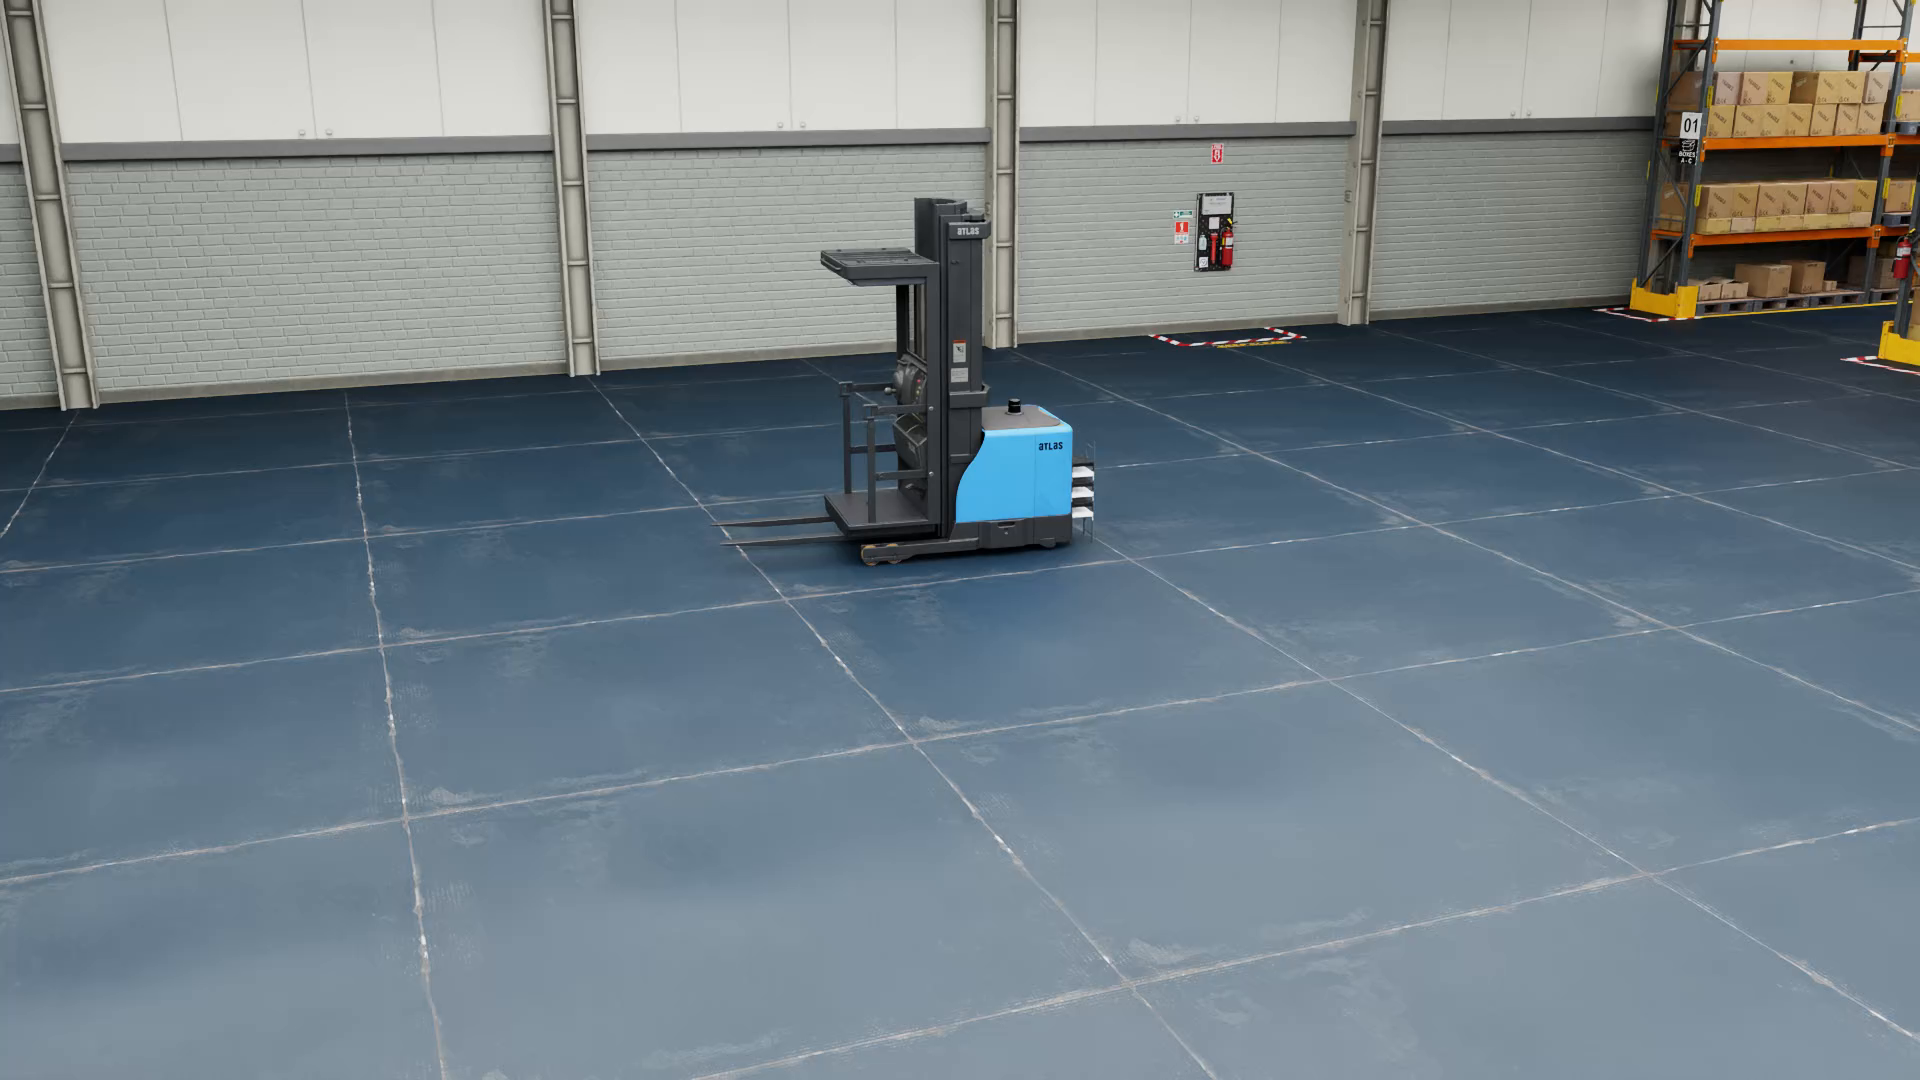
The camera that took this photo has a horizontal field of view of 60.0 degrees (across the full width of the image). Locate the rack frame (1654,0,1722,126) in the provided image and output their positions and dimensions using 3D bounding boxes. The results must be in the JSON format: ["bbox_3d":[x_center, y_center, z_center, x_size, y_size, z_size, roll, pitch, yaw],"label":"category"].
[{"bbox_3d":[11.455,-8.046,26.027,0.127,3.000,1.000,-6,17,-20],"label":"rack frame"}]

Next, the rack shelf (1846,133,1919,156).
[{"bbox_3d":[17.058,-6.867,28.611,4.000,0.370,1.077,-6,17,-20],"label":"rack shelf"}]

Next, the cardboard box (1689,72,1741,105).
[{"bbox_3d":[11.902,-7.119,26.207,0.500,0.500,0.500,-8,18,-24],"label":"cardboard box"}]

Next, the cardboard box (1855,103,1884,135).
[{"bbox_3d":[14.805,-6.952,27.411,0.500,0.500,0.500,-6,17,-19],"label":"cardboard box"}]

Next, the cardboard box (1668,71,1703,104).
[{"bbox_3d":[11.765,-7.257,26.674,0.500,0.500,0.500,-5,17,-18],"label":"cardboard box"}]

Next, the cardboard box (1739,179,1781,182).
[{"bbox_3d":[13.245,-5.721,27.656,0.500,0.500,0.500,-6,17,-19],"label":"cardboard box"}]

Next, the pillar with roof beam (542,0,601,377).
[{"bbox_3d":[-3.468,-5.397,17.006,0.400,9.000,9.100,-6,17,-20],"label":"pillar with roof beam"}]

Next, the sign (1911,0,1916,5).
[{"bbox_3d":[15.368,-8.791,26.765,0.005,0.325,0.100,-6,17,-20],"label":"sign"}]

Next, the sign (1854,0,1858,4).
[{"bbox_3d":[14.987,-9.119,27.742,0.005,0.325,0.100,-6,17,-20],"label":"sign"}]

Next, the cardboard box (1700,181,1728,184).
[{"bbox_3d":[12.293,-5.617,27.302,0.500,0.500,0.500,-6,17,-19],"label":"cardboard box"}]

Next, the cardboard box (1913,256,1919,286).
[{"bbox_3d":[16.337,-4.727,29.026,0.500,0.500,0.700,-7,18,-21],"label":"cardboard box"}]

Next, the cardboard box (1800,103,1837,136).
[{"bbox_3d":[13.827,-6.838,27.025,0.500,0.500,0.500,-7,18,-22],"label":"cardboard box"}]

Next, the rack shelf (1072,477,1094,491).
[{"bbox_3d":[1.028,-0.491,14.472,0.200,0.077,0.258,-4,17,-15],"label":"rack shelf"}]

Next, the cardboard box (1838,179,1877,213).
[{"bbox_3d":[14.860,-5.740,27.719,0.500,0.500,0.500,-6,17,-20],"label":"cardboard box"}]

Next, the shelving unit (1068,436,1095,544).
[{"bbox_3d":[1.028,-0.437,14.488,0.210,0.900,0.258,-4,17,-15],"label":"shelving unit"}]

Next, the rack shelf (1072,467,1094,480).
[{"bbox_3d":[1.028,-0.577,14.447,0.200,0.077,0.258,-4,17,-15],"label":"rack shelf"}]

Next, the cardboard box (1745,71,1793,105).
[{"bbox_3d":[12.863,-7.211,26.520,0.500,0.500,0.500,-6,17,-19],"label":"cardboard box"}]

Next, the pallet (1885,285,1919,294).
[{"bbox_3d":[17.058,-4.436,29.330,1.213,0.211,1.003,-6,17,-20],"label":"pallet"}]

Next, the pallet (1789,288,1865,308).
[{"bbox_3d":[14.576,-4.156,28.377,1.213,0.211,1.003,-6,17,-20],"label":"pallet"}]

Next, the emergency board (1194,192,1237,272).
[{"bbox_3d":[3.876,-4.622,25.014,0.643,1.169,0.194,-6,17,-20],"label":"emergency board"}]

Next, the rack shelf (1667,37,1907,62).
[{"bbox_3d":[13.323,-7.901,26.816,4.000,0.370,1.077,-6,17,-20],"label":"rack shelf"}]

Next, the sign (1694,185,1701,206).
[{"bbox_3d":[11.650,-5.440,26.265,0.005,0.325,0.100,-6,17,-20],"label":"sign"}]

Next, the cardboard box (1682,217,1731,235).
[{"bbox_3d":[12.025,-5.071,26.774,0.500,0.250,0.500,-7,18,-22],"label":"cardboard box"}]

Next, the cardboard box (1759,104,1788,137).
[{"bbox_3d":[12.855,-6.731,26.658,0.500,0.500,0.500,-5,17,-18],"label":"cardboard box"}]

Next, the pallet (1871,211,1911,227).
[{"bbox_3d":[15.956,-5.518,28.405,1.213,0.211,1.003,-6,17,-20],"label":"pallet"}]

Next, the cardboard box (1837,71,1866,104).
[{"bbox_3d":[14.309,-7.367,27.052,0.500,0.500,0.500,-5,17,-17],"label":"cardboard box"}]

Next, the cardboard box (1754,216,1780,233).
[{"bbox_3d":[12.982,-5.177,27.135,0.500,0.250,0.500,-6,18,-21],"label":"cardboard box"}]

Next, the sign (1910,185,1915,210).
[{"bbox_3d":[13.050,-4.678,22.730,0.005,0.325,0.100,-6,17,-20],"label":"sign"}]

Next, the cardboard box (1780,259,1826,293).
[{"bbox_3d":[14.236,-4.468,28.144,0.500,0.500,0.500,-8,18,-24],"label":"cardboard box"}]

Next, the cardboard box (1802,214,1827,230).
[{"bbox_3d":[13.924,-5.278,27.480,0.500,0.250,0.500,-6,17,-20],"label":"cardboard box"}]

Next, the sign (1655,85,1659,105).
[{"bbox_3d":[11.276,-7.180,26.829,0.005,0.325,0.100,-6,17,-20],"label":"sign"}]

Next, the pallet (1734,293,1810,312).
[{"bbox_3d":[13.435,-4.032,27.954,1.213,0.211,1.003,-6,17,-20],"label":"pallet"}]

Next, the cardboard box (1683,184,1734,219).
[{"bbox_3d":[12.009,-5.434,26.680,0.500,0.500,0.500,-6,17,-20],"label":"cardboard box"}]

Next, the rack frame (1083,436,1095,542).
[{"bbox_3d":[1.126,-0.444,14.514,0.006,0.900,0.240,-4,17,-15],"label":"rack frame"}]

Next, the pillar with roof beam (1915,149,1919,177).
[{"bbox_3d":[18.943,-7.817,25.246,0.400,9.000,9.100,-6,17,-20],"label":"pillar with roof beam"}]

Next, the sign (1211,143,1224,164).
[{"bbox_3d":[3.832,-5.760,24.774,0.199,0.298,0.001,-6,17,-20],"label":"sign"}]

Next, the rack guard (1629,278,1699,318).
[{"bbox_3d":[11.526,-3.976,27.251,0.348,0.500,1.175,-6,17,-20],"label":"rack guard"}]

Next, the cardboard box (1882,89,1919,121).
[{"bbox_3d":[15.730,-7.294,27.866,0.500,0.500,0.500,-4,17,-12],"label":"cardboard box"}]

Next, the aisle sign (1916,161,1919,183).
[{"bbox_3d":[13.065,-5.183,22.310,0.004,0.787,0.394,-6,17,-20],"label":"aisle sign"}]

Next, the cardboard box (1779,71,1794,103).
[{"bbox_3d":[13.211,-7.407,27.187,0.500,0.500,0.500,-6,17,-20],"label":"cardboard box"}]

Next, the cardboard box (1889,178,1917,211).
[{"bbox_3d":[16.202,-5.927,28.499,0.500,0.500,0.700,-4,17,-14],"label":"cardboard box"}]

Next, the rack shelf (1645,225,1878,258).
[{"bbox_3d":[13.323,-5.024,27.661,4.000,0.370,1.077,-6,17,-20],"label":"rack shelf"}]

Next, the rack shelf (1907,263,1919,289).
[{"bbox_3d":[15.099,-3.721,23.224,4.000,0.370,1.077,-6,17,-20],"label":"rack shelf"}]

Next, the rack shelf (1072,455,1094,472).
[{"bbox_3d":[1.028,-0.664,14.422,0.200,0.077,0.258,-4,17,-15],"label":"rack shelf"}]

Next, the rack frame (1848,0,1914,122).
[{"bbox_3d":[15.191,-8.450,27.401,0.127,3.000,1.000,-6,17,-20],"label":"rack frame"}]

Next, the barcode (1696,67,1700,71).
[{"bbox_3d":[11.940,-7.626,26.902,0.075,0.075,0.001,-6,17,-20],"label":"barcode"}]

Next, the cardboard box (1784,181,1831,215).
[{"bbox_3d":[13.922,-5.640,27.379,0.500,0.500,0.500,-7,18,-22],"label":"cardboard box"}]

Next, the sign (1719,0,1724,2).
[{"bbox_3d":[11.650,-8.390,25.398,0.005,0.325,0.100,-6,17,-20],"label":"sign"}]

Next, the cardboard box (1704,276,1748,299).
[{"bbox_3d":[12.666,-4.192,27.542,0.500,0.311,0.500,-5,17,-15],"label":"cardboard box"}]

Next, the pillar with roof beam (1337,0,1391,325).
[{"bbox_3d":[7.737,-6.607,21.126,0.400,9.000,9.100,-6,17,-20],"label":"pillar with roof beam"}]

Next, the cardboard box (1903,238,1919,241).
[{"bbox_3d":[16.766,-5.120,29.034,0.500,0.250,0.500,-7,18,-22],"label":"cardboard box"}]

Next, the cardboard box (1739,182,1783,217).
[{"bbox_3d":[12.959,-5.532,27.012,0.500,0.500,0.500,-7,18,-22],"label":"cardboard box"}]

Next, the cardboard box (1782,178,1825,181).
[{"bbox_3d":[14.193,-5.825,28.010,0.500,0.500,0.500,-6,17,-20],"label":"cardboard box"}]

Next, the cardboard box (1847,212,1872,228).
[{"bbox_3d":[14.857,-5.381,27.830,0.500,0.250,0.500,-6,17,-20],"label":"cardboard box"}]

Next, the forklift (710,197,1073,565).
[{"bbox_3d":[-0.605,-1.359,14.025,3.031,2.935,1.130,-4,17,-15],"label":"forklift"}]

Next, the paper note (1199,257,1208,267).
[{"bbox_3d":[3.686,-4.200,25.139,0.142,0.148,0.016,-6,17,-20],"label":"paper note"}]

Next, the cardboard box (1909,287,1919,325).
[{"bbox_3d":[13.626,-3.239,23.109,0.500,0.500,0.500,-6,17,-20],"label":"cardboard box"}]

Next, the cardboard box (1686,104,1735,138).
[{"bbox_3d":[11.857,-6.633,26.324,0.500,0.500,0.500,-6,17,-19],"label":"cardboard box"}]
